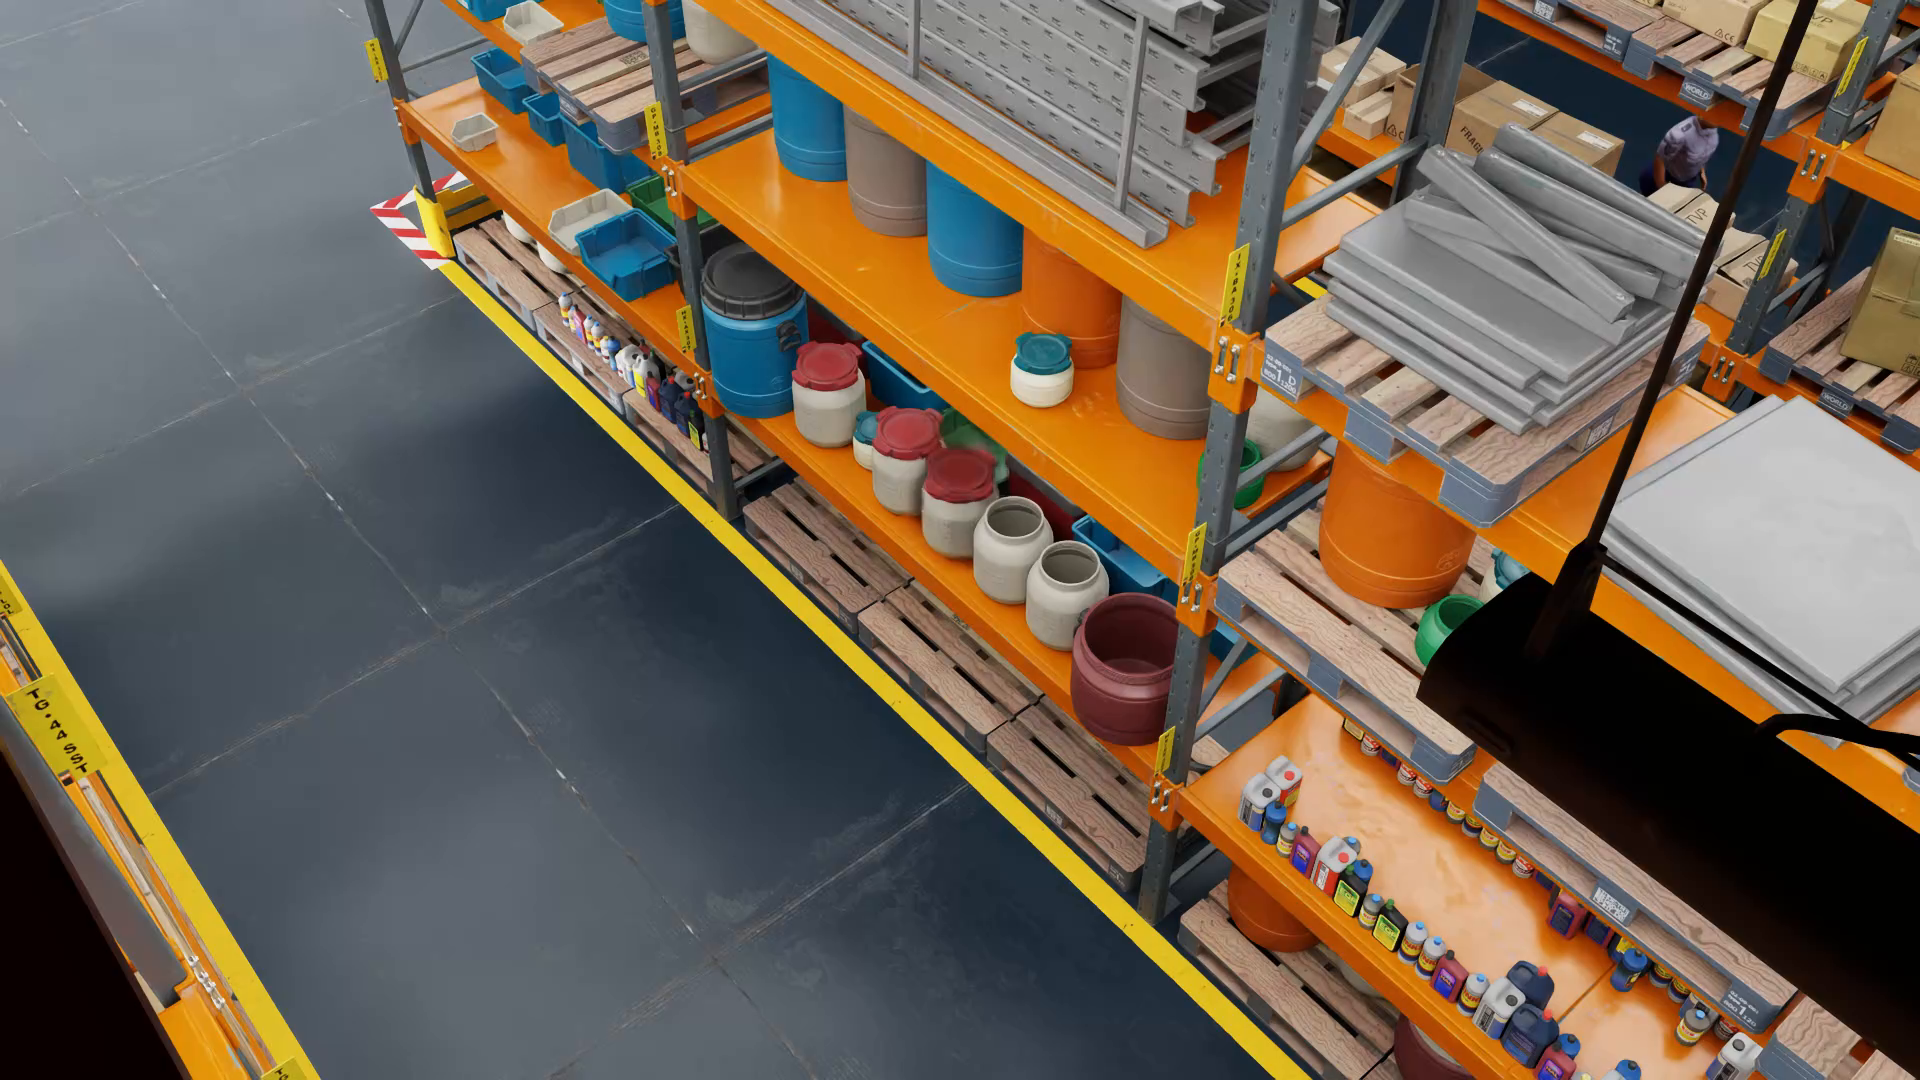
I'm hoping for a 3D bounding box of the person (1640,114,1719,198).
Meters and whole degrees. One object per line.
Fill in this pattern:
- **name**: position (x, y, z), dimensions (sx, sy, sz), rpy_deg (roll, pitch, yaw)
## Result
- **person**: position (5.262, -2.714, 12.464), dimensions (0.537, 1.603, 0.605), rpy_deg (-29, 53, -25)
